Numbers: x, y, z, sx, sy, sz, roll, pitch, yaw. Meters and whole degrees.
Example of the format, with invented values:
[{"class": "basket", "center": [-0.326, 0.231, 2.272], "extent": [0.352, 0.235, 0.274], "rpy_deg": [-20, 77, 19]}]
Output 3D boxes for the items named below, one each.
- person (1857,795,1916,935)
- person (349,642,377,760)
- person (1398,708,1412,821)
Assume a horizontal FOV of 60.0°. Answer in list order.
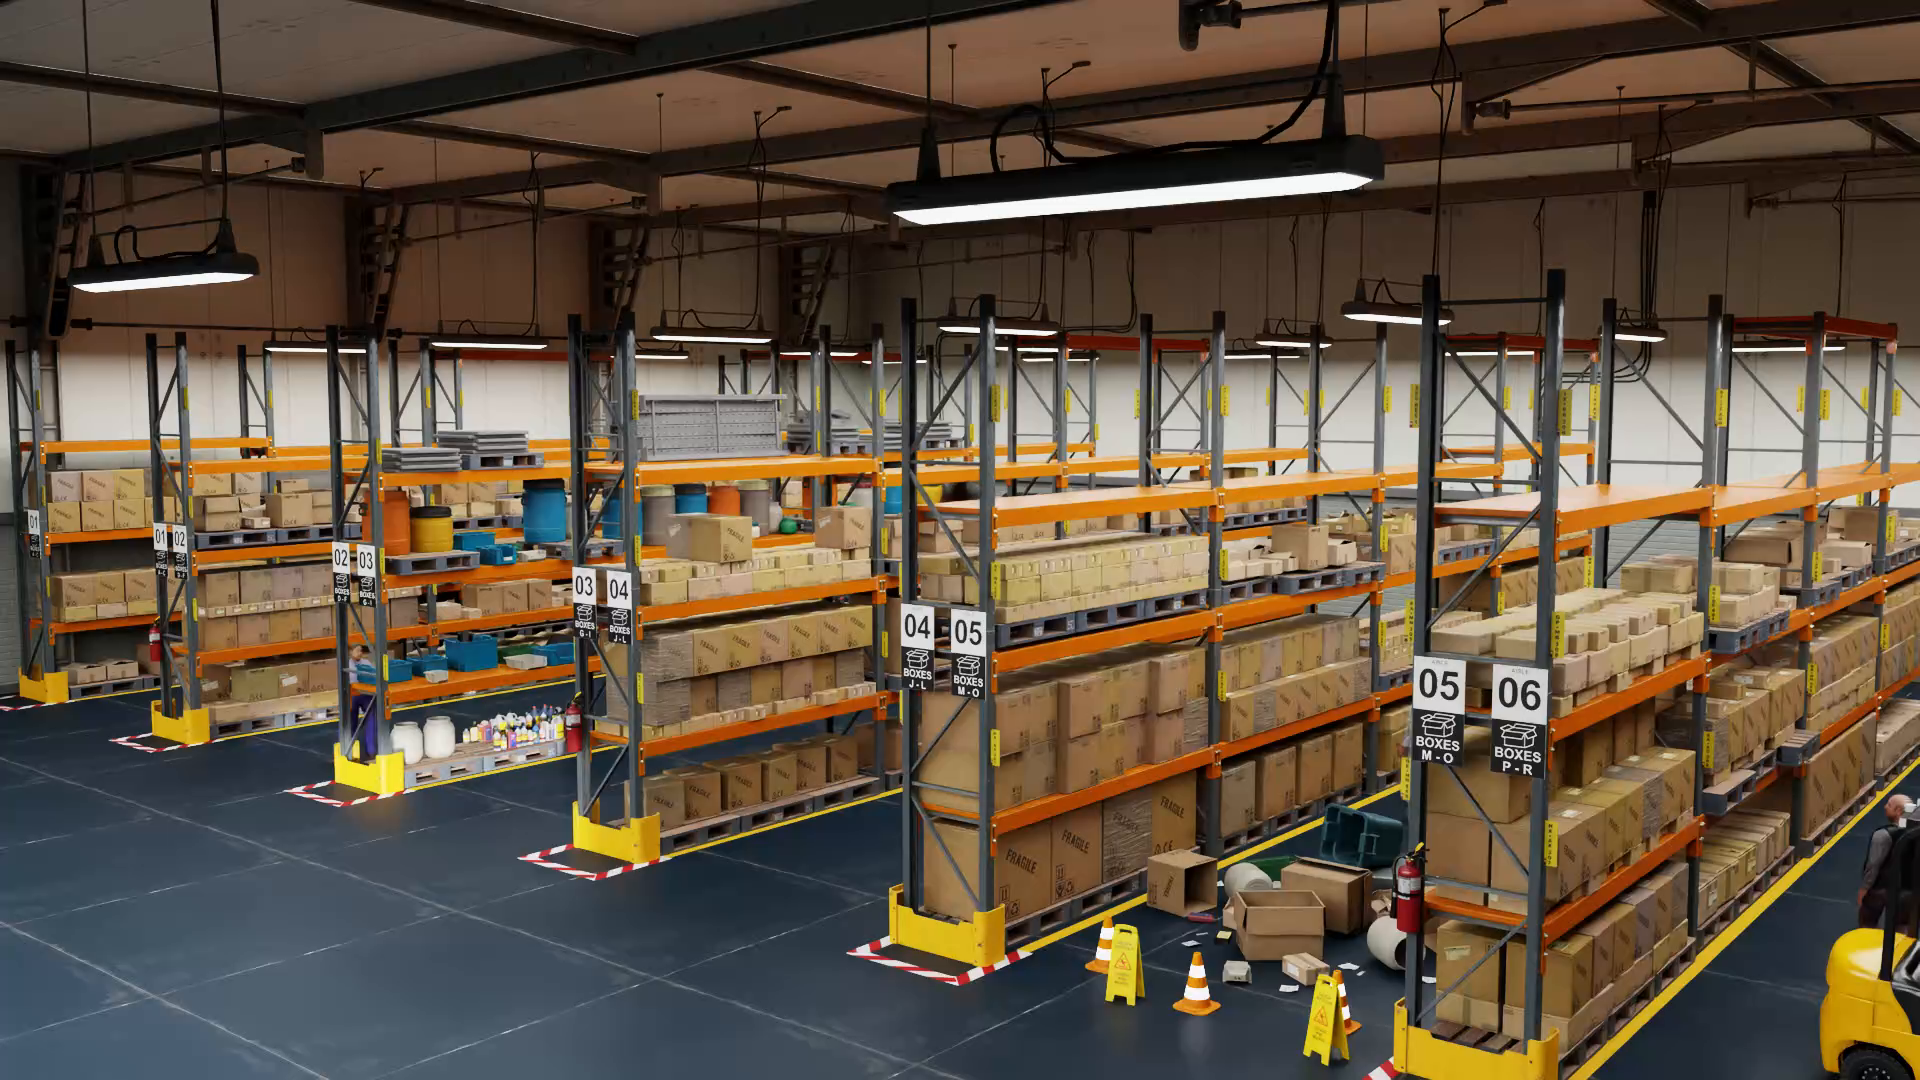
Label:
[{"class": "person", "center": [8.095, 3.037, 14.533], "extent": [0.559, 1.689, 0.618], "rpy_deg": [1, 5, 6]}, {"class": "person", "center": [-8.416, 2.290, 23.232], "extent": [0.494, 1.722, 0.378], "rpy_deg": [-3, 6, -27]}, {"class": "person", "center": [5.554, 2.499, 19.989], "extent": [0.587, 1.785, 0.457], "rpy_deg": [-1, 5, -11]}]
